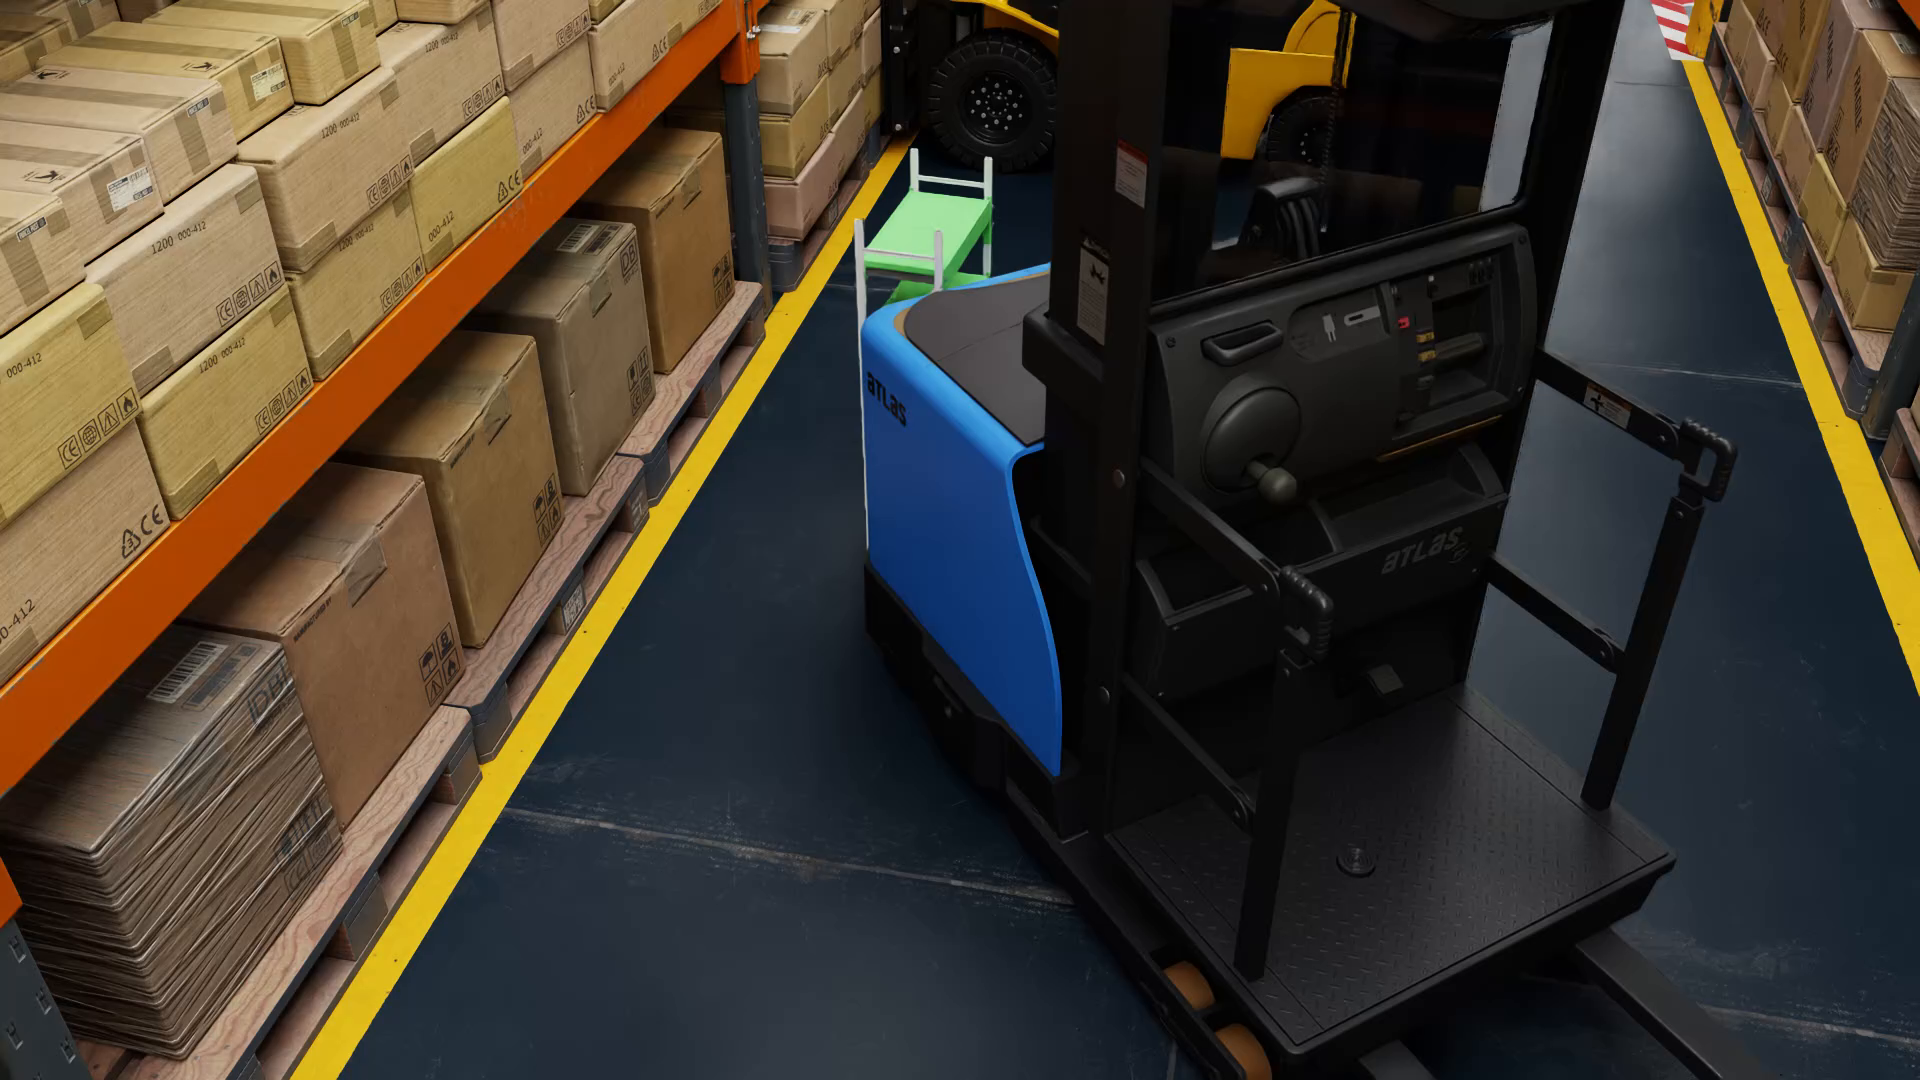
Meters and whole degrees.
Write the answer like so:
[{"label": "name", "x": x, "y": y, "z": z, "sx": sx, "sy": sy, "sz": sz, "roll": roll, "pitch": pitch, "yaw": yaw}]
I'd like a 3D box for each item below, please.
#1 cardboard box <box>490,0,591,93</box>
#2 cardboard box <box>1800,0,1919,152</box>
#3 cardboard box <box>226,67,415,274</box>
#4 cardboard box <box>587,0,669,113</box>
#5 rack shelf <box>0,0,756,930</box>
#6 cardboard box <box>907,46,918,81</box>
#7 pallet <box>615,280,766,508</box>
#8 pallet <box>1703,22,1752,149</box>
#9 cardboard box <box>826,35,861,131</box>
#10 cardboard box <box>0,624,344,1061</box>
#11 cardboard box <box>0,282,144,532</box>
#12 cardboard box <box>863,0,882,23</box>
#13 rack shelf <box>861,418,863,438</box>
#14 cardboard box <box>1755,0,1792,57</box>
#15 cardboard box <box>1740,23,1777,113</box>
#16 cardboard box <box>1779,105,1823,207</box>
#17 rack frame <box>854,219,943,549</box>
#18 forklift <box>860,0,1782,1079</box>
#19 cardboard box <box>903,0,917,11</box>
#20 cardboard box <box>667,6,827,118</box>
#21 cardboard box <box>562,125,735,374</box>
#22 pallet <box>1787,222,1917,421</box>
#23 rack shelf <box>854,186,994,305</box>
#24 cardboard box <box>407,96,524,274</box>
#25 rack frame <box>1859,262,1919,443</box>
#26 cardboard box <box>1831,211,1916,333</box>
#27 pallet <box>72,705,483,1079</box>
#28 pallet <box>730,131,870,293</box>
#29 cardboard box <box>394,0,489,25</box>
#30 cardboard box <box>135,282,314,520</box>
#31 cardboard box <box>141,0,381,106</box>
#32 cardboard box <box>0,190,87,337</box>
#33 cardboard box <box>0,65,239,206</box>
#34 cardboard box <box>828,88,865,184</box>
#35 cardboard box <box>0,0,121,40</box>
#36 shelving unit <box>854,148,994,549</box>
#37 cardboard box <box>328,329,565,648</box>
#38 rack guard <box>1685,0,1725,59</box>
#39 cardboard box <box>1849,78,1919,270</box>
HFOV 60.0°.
[{"label": "cardboard box", "x": -1.302, "y": -1.387, "z": 4.310, "sx": 0.500, "sy": 0.250, "sz": 0.500, "roll": 8, "pitch": 37, "yaw": 11}, {"label": "cardboard box", "x": 3.700, "y": -1.845, "z": 6.585, "sx": 0.500, "sy": 0.500, "sz": 0.500, "roll": 9, "pitch": 37, "yaw": 12}, {"label": "cardboard box", "x": -1.513, "y": -0.804, "z": 3.505, "sx": 0.500, "sy": 0.250, "sz": 0.500, "roll": 6, "pitch": 36, "yaw": 9}, {"label": "cardboard box", "x": -1.183, "y": -1.476, "z": 4.858, "sx": 0.500, "sy": 0.250, "sz": 0.500, "roll": 7, "pitch": 37, "yaw": 10}, {"label": "rack shelf", "x": -1.657, "y": -0.709, "z": 4.286, "sx": 1.077, "sy": 0.370, "sz": 4.000, "roll": 7, "pitch": 37, "yaw": 10}, {"label": "cardboard box", "x": -0.487, "y": -2.318, "z": 7.877, "sx": 0.500, "sy": 0.250, "sz": 0.500, "roll": 8, "pitch": 37, "yaw": 11}, {"label": "pallet", "x": -1.349, "y": -0.591, "z": 5.885, "sx": 1.003, "sy": 0.211, "sz": 1.213, "roll": 7, "pitch": 37, "yaw": 10}, {"label": "pallet", "x": 4.251, "y": -2.186, "z": 8.087, "sx": 1.003, "sy": 0.211, "sz": 1.213, "roll": 7, "pitch": 37, "yaw": 10}, {"label": "cardboard box", "x": -0.719, "y": -1.934, "z": 6.921, "sx": 0.500, "sy": 0.250, "sz": 0.500, "roll": 7, "pitch": 37, "yaw": 10}, {"label": "cardboard box", "x": -1.937, "y": 0.582, "z": 3.557, "sx": 0.875, "sy": 0.625, "sz": 0.625, "roll": 8, "pitch": 37, "yaw": 11}, {"label": "cardboard box", "x": -1.726, "y": -0.216, "z": 2.694, "sx": 0.500, "sy": 0.250, "sz": 0.500, "roll": 7, "pitch": 37, "yaw": 10}, {"label": "cardboard box", "x": -0.605, "y": -2.425, "z": 7.173, "sx": 0.500, "sy": 0.250, "sz": 0.500, "roll": 9, "pitch": 37, "yaw": 12}, {"label": "rack shelf", "x": -0.093, "y": -0.420, "z": 4.916, "sx": 0.258, "sy": 0.148, "sz": 0.480, "roll": 10, "pitch": 37, "yaw": 13}, {"label": "cardboard box", "x": 3.921, "y": -2.439, "z": 7.405, "sx": 0.500, "sy": 0.500, "sz": 0.500, "roll": 6, "pitch": 36, "yaw": 8}, {"label": "cardboard box", "x": 3.916, "y": -2.158, "z": 7.656, "sx": 0.500, "sy": 0.250, "sz": 0.500, "roll": 9, "pitch": 37, "yaw": 12}, {"label": "cardboard box", "x": 3.701, "y": -1.554, "z": 6.823, "sx": 0.500, "sy": 0.250, "sz": 0.500, "roll": 8, "pitch": 37, "yaw": 11}, {"label": "rack frame", "x": -0.161, "y": -0.334, "z": 4.689, "sx": 0.240, "sy": 1.200, "sz": 0.015, "roll": 10, "pitch": 37, "yaw": 13}, {"label": "forklift", "x": 0.891, "y": -0.287, "z": 3.148, "sx": 1.130, "sy": 2.935, "sz": 3.031, "roll": -18, "pitch": 40, "yaw": -23}, {"label": "cardboard box", "x": -0.491, "y": -2.510, "z": 7.716, "sx": 0.500, "sy": 0.250, "sz": 0.500, "roll": 7, "pitch": 37, "yaw": 10}, {"label": "cardboard box", "x": -0.820, "y": -1.847, "z": 6.375, "sx": 0.500, "sy": 0.250, "sz": 0.500, "roll": 7, "pitch": 36, "yaw": 9}, {"label": "cardboard box", "x": -1.330, "y": -1.055, "z": 5.815, "sx": 0.875, "sy": 0.625, "sz": 0.625, "roll": 9, "pitch": 37, "yaw": 12}, {"label": "pallet", "x": 3.729, "y": -0.787, "z": 6.157, "sx": 1.003, "sy": 0.211, "sz": 1.213, "roll": 7, "pitch": 37, "yaw": 10}, {"label": "rack shelf", "x": -0.093, "y": -0.809, "z": 4.634, "sx": 0.258, "sy": 0.148, "sz": 0.480, "roll": 10, "pitch": 37, "yaw": 13}, {"label": "cardboard box", "x": -1.422, "y": -0.898, "z": 4.061, "sx": 0.500, "sy": 0.250, "sz": 0.500, "roll": 8, "pitch": 37, "yaw": 11}, {"label": "rack frame", "x": 3.621, "y": -1.527, "z": 4.801, "sx": 1.000, "sy": 3.000, "sz": 0.127, "roll": 7, "pitch": 37, "yaw": 10}, {"label": "cardboard box", "x": 3.484, "y": -0.956, "z": 5.999, "sx": 0.500, "sy": 0.250, "sz": 0.500, "roll": 9, "pitch": 37, "yaw": 12}, {"label": "pallet", "x": -1.870, "y": 0.808, "z": 3.955, "sx": 1.003, "sy": 0.211, "sz": 1.213, "roll": 7, "pitch": 37, "yaw": 10}, {"label": "pallet", "x": -1.019, "y": -1.469, "z": 7.097, "sx": 1.003, "sy": 0.211, "sz": 1.213, "roll": 7, "pitch": 37, "yaw": 10}, {"label": "cardboard box", "x": -1.310, "y": -1.329, "z": 3.889, "sx": 0.380, "sy": 0.149, "sz": 0.250, "roll": 6, "pitch": 36, "yaw": 9}, {"label": "cardboard box", "x": -1.638, "y": -0.305, "z": 3.242, "sx": 0.500, "sy": 0.250, "sz": 0.500, "roll": 7, "pitch": 36, "yaw": 9}, {"label": "cardboard box", "x": -1.463, "y": -1.044, "z": 3.497, "sx": 0.380, "sy": 0.149, "sz": 0.250, "roll": 8, "pitch": 37, "yaw": 11}, {"label": "cardboard box", "x": -1.672, "y": -0.456, "z": 2.685, "sx": 0.380, "sy": 0.149, "sz": 0.250, "roll": 8, "pitch": 37, "yaw": 11}, {"label": "cardboard box", "x": -1.599, "y": -0.758, "z": 3.102, "sx": 0.380, "sy": 0.149, "sz": 0.250, "roll": 8, "pitch": 37, "yaw": 10}, {"label": "cardboard box", "x": -0.709, "y": -1.733, "z": 7.070, "sx": 0.500, "sy": 0.250, "sz": 0.500, "roll": 7, "pitch": 36, "yaw": 9}, {"label": "cardboard box", "x": -2.063, "y": -1.117, "z": 3.597, "sx": 0.380, "sy": 0.149, "sz": 0.250, "roll": 7, "pitch": 36, "yaw": 9}, {"label": "shelving unit", "x": -0.093, "y": -0.472, "z": 4.878, "sx": 0.258, "sy": 1.200, "sz": 0.503, "roll": 10, "pitch": 37, "yaw": 13}, {"label": "cardboard box", "x": -1.662, "y": -0.180, "z": 4.608, "sx": 0.875, "sy": 0.625, "sz": 0.625, "roll": 6, "pitch": 36, "yaw": 8}, {"label": "rack guard", "x": 4.459, "y": -2.765, "z": 8.638, "sx": 1.175, "sy": 0.500, "sz": 0.348, "roll": 7, "pitch": 37, "yaw": 10}, {"label": "cardboard box", "x": 3.485, "y": -1.260, "z": 5.779, "sx": 0.500, "sy": 0.500, "sz": 0.500, "roll": 7, "pitch": 36, "yaw": 9}]
